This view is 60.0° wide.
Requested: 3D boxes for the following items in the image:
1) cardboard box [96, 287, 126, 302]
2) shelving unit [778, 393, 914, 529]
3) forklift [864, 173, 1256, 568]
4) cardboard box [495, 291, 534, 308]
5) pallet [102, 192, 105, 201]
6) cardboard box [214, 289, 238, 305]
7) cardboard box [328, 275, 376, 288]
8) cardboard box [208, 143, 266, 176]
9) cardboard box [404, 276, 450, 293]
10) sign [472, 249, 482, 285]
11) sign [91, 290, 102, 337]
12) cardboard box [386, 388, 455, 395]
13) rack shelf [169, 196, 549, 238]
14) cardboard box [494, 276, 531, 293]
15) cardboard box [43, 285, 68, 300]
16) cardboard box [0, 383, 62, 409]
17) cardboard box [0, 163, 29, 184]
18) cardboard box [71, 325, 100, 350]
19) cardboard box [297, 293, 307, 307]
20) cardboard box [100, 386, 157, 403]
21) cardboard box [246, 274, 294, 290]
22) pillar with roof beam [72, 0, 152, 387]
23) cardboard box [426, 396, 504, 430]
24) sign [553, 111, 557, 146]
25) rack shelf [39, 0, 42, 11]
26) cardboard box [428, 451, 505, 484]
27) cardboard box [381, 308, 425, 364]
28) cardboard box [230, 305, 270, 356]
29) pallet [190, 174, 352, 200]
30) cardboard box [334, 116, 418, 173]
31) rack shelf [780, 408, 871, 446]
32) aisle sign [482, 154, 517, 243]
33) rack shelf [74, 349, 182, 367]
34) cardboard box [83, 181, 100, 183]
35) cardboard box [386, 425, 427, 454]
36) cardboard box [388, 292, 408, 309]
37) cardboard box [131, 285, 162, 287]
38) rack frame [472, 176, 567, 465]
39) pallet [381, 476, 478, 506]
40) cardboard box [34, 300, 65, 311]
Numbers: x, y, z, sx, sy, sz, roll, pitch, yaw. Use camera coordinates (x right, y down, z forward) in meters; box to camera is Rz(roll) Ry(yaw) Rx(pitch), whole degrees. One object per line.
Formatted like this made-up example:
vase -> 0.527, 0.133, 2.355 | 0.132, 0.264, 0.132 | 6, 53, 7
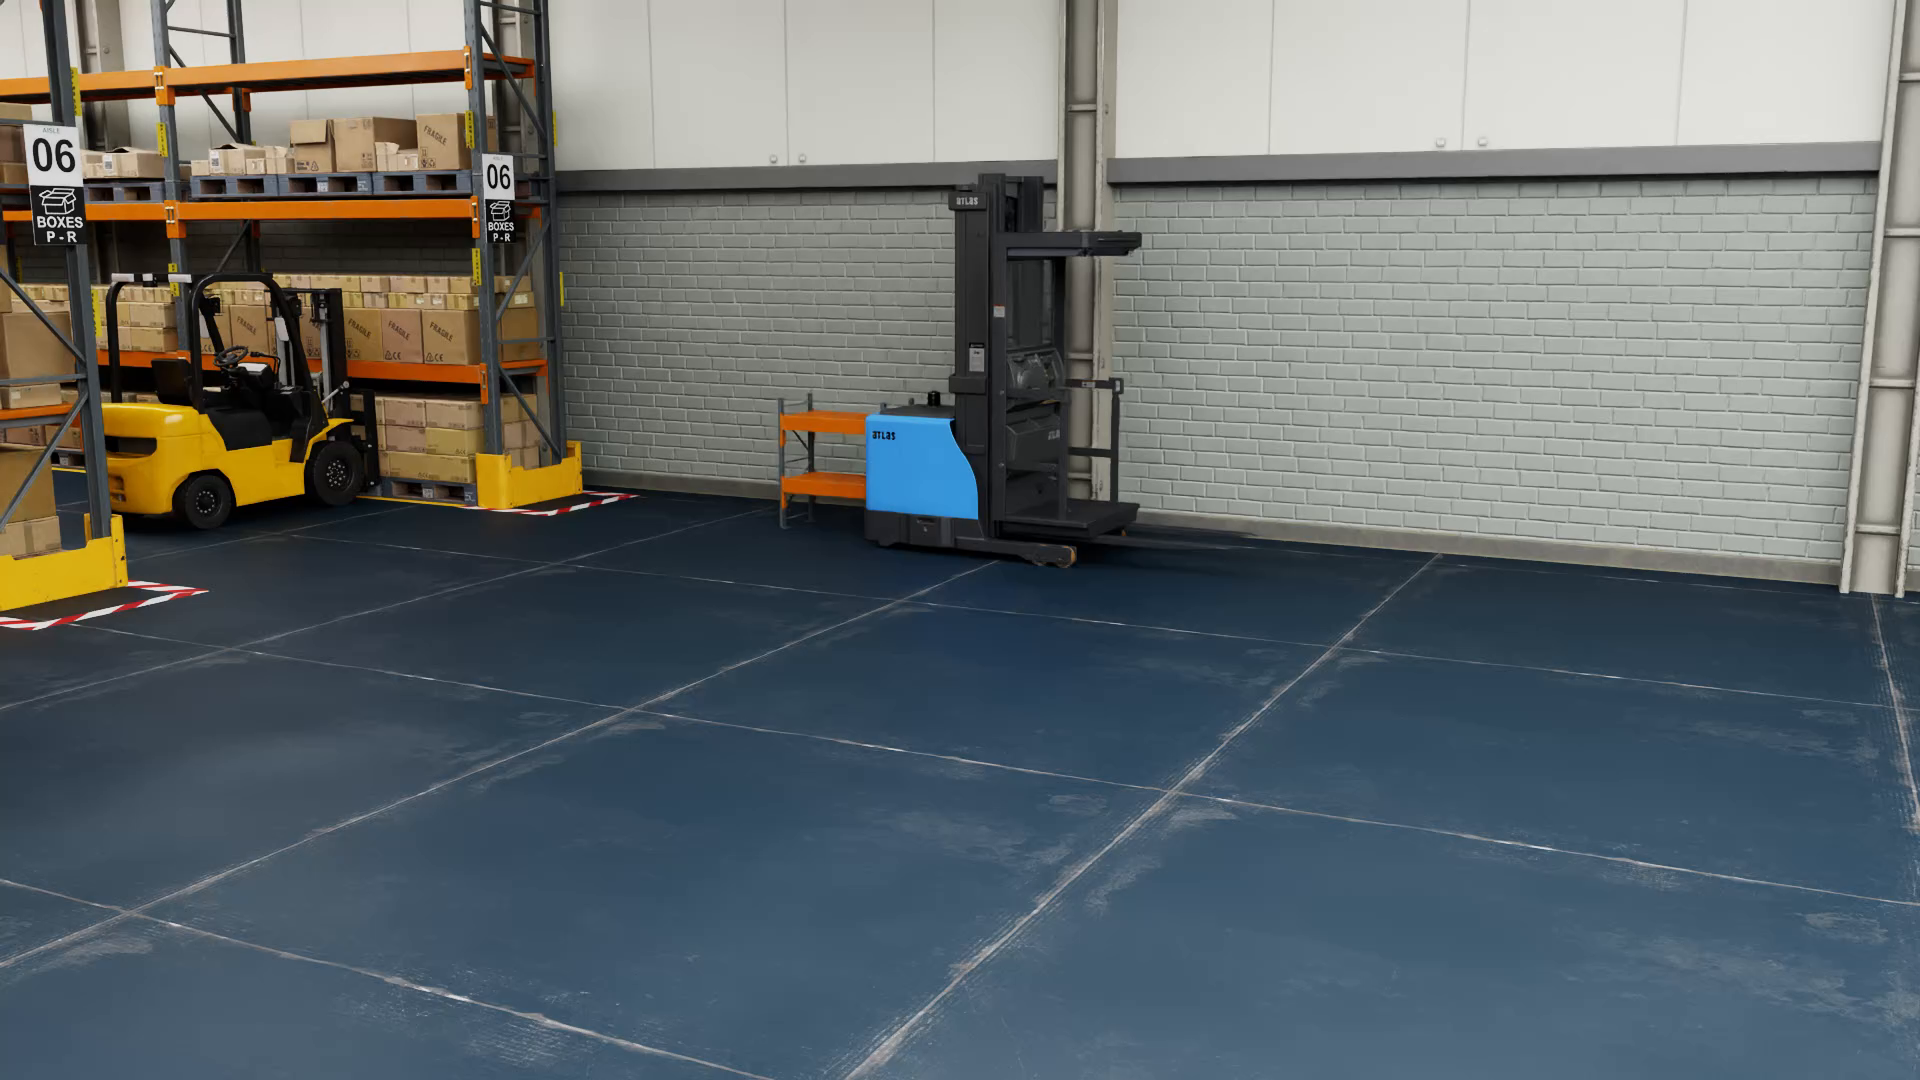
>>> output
cardboard box -> -8.826, -2.583, 17.477 | 0.250, 0.149, 0.380 | 5, 11, 24
shelving unit -> -0.964, -0.646, 14.143 | 1.048, 1.125, 0.538 | 5, 12, 28
forklift -> 0.774, -1.338, 12.894 | 3.031, 2.935, 1.130 | 5, 12, 28
cardboard box -> -4.294, -2.300, 15.912 | 0.250, 0.149, 0.380 | 5, 11, 24
pallet -> -9.626, -3.750, 18.134 | 1.213, 0.211, 1.003 | 6, 12, 28
cardboard box -> -7.289, -2.459, 16.795 | 0.250, 0.149, 0.380 | 5, 12, 27
cardboard box -> -5.897, -2.492, 16.142 | 0.250, 0.149, 0.380 | 5, 11, 27
cardboard box -> -7.053, -3.762, 16.461 | 0.500, 0.311, 0.500 | 5, 12, 27
cardboard box -> -5.001, -2.403, 15.649 | 0.250, 0.149, 0.380 | 5, 12, 27
sign -> -4.357, -2.464, 15.005 | 0.005, 0.325, 0.100 | 5, 11, 26
sign -> -6.057, -1.583, 11.622 | 0.005, 0.325, 0.100 | 5, 11, 26
cardboard box -> -5.345, -1.357, 16.539 | 0.500, 0.250, 0.500 | 5, 11, 25
rack shelf -> -5.898, -3.143, 16.270 | 4.000, 0.370, 1.077 | 5, 11, 26
cardboard box -> -4.311, -2.439, 15.844 | 0.250, 0.149, 0.380 | 5, 11, 25
cardboard box -> -9.685, -2.685, 18.039 | 0.250, 0.149, 0.380 | 5, 11, 26
cardboard box -> -6.510, -1.006, 11.573 | 0.250, 0.149, 0.380 | 5, 11, 26
cardboard box -> -6.451, -2.501, 11.407 | 0.250, 0.149, 0.380 | 5, 11, 26
cardboard box -> -9.144, -2.185, 17.803 | 0.500, 0.250, 0.500 | 5, 11, 26
cardboard box -> -6.387, -2.374, 16.324 | 0.250, 0.149, 0.380 | 5, 11, 24
cardboard box -> -8.857, -1.318, 18.080 | 0.625, 0.625, 0.875 | 5, 11, 25
cardboard box -> -6.844, -2.559, 16.510 | 0.250, 0.149, 0.380 | 5, 12, 27
pillar with roof beam -> -11.616, -4.799, 14.980 | 0.400, 9.000, 9.100 | 5, 11, 26
cardboard box -> -4.655, -1.195, 15.646 | 0.500, 0.250, 0.500 | 5, 12, 28
sign -> -3.854, -3.896, 15.737 | 0.005, 0.325, 0.100 | 5, 11, 26
rack shelf -> -8.091, -3.824, 11.621 | 4.000, 0.370, 1.077 | 5, 11, 26
cardboard box -> -4.666, -0.703, 15.736 | 0.500, 0.250, 0.500 | 5, 11, 26
cardboard box -> -5.123, -1.952, 15.810 | 0.500, 0.500, 0.500 | 5, 12, 28
cardboard box -> -6.935, -2.113, 16.699 | 0.500, 0.500, 0.500 | 5, 12, 27
pallet -> -6.915, -3.548, 16.736 | 1.213, 0.211, 1.003 | 5, 11, 26
cardboard box -> -5.484, -3.737, 15.792 | 0.500, 0.500, 0.700 | 5, 11, 26
rack shelf -> -0.964, -0.934, 14.091 | 1.000, 0.278, 0.538 | 5, 12, 28
aisle sign -> -4.176, -3.090, 15.083 | 0.004, 0.787, 0.394 | 5, 11, 26
rack shelf -> -9.485, -1.982, 18.279 | 4.000, 0.370, 1.077 | 5, 11, 26
cardboard box -> -9.709, -4.015, 18.268 | 0.250, 0.166, 0.380 | 5, 11, 26
cardboard box -> -5.124, -0.992, 15.929 | 0.500, 0.250, 0.500 | 5, 11, 25
cardboard box -> -5.205, -2.281, 15.809 | 0.250, 0.149, 0.380 | 5, 11, 25
cardboard box -> -8.803, -2.699, 18.116 | 0.250, 0.149, 0.380 | 5, 11, 26
rack frame -> -4.104, -1.863, 15.602 | 0.127, 3.000, 1.000 | 5, 11, 26
pallet -> -4.809, -0.545, 16.147 | 1.213, 0.211, 1.003 | 5, 11, 26
cardboard box -> -9.610, -2.472, 17.983 | 0.500, 0.250, 0.500 | 5, 11, 27
